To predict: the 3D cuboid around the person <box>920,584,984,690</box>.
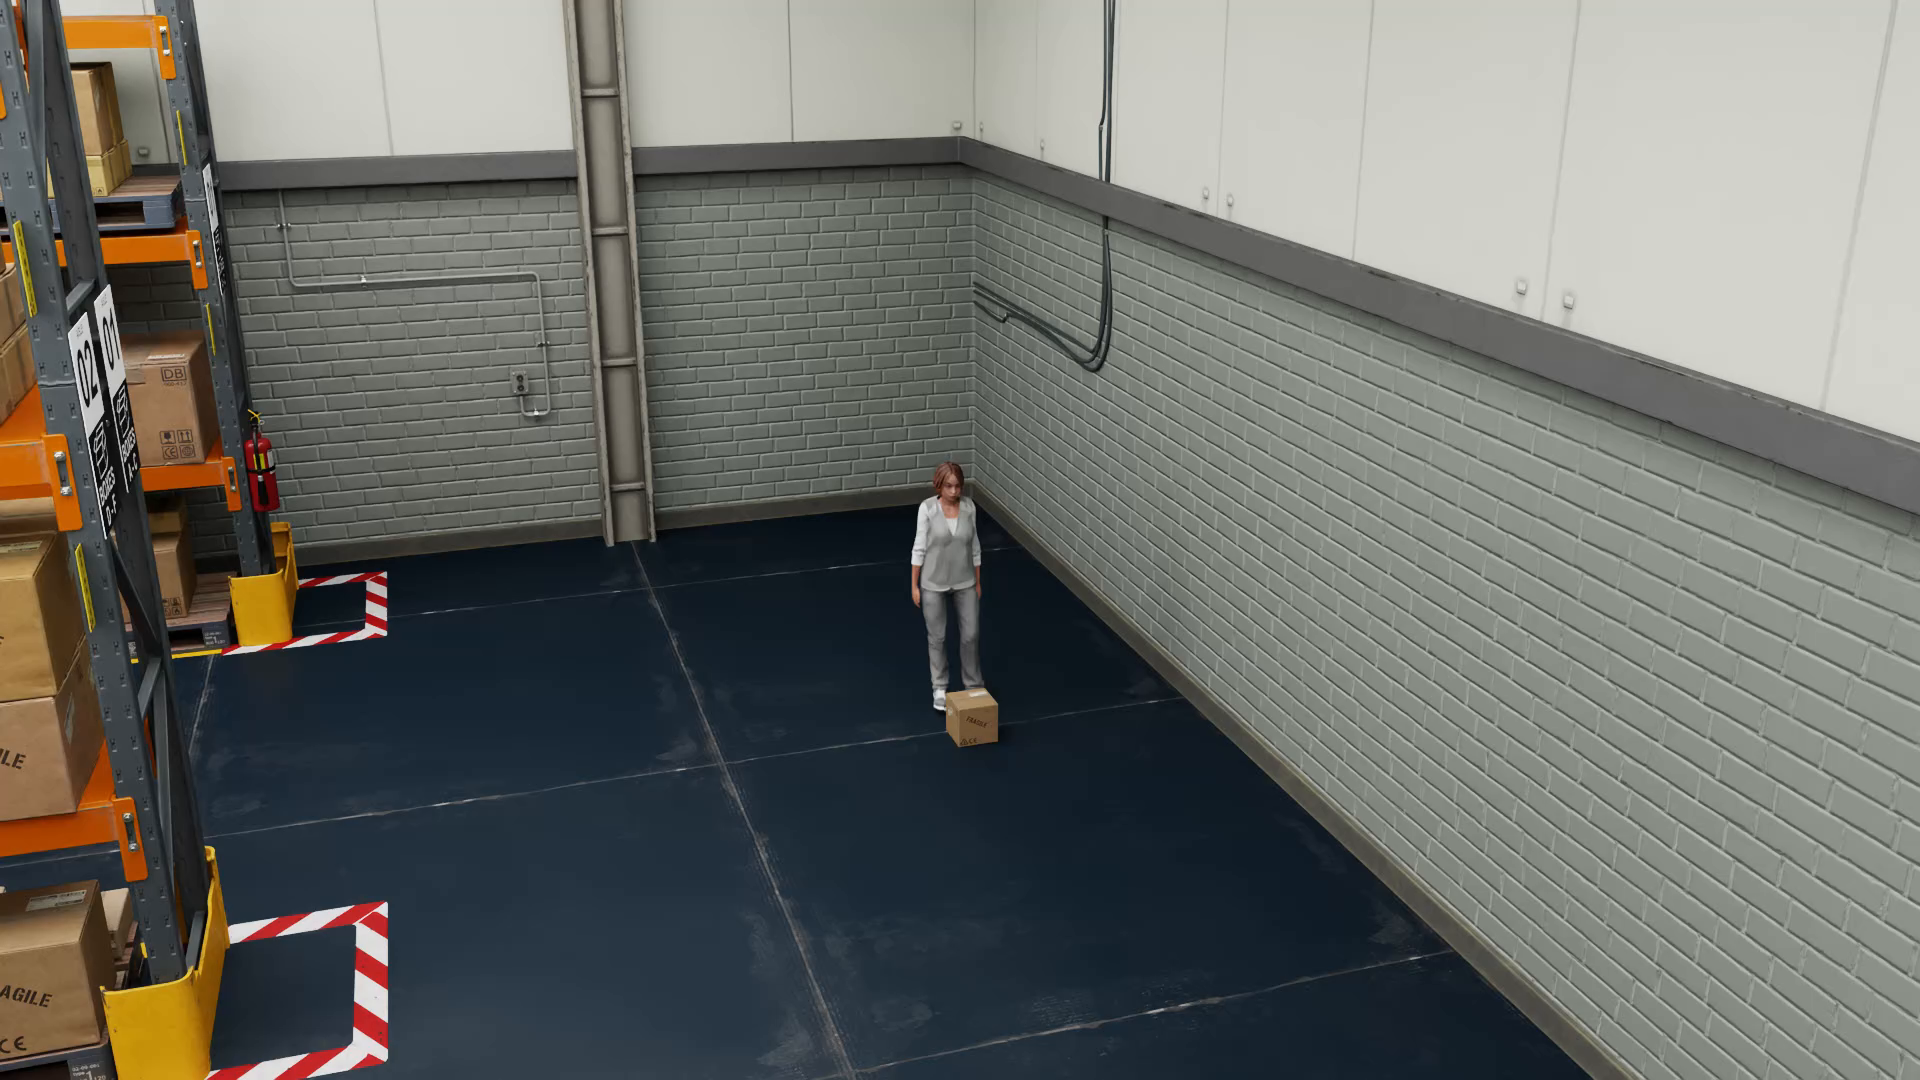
[{"bbox_3d":[-0.054,0.565,10.380,0.383,0.848,0.298,-4,20,-11],"label":"person"}]
